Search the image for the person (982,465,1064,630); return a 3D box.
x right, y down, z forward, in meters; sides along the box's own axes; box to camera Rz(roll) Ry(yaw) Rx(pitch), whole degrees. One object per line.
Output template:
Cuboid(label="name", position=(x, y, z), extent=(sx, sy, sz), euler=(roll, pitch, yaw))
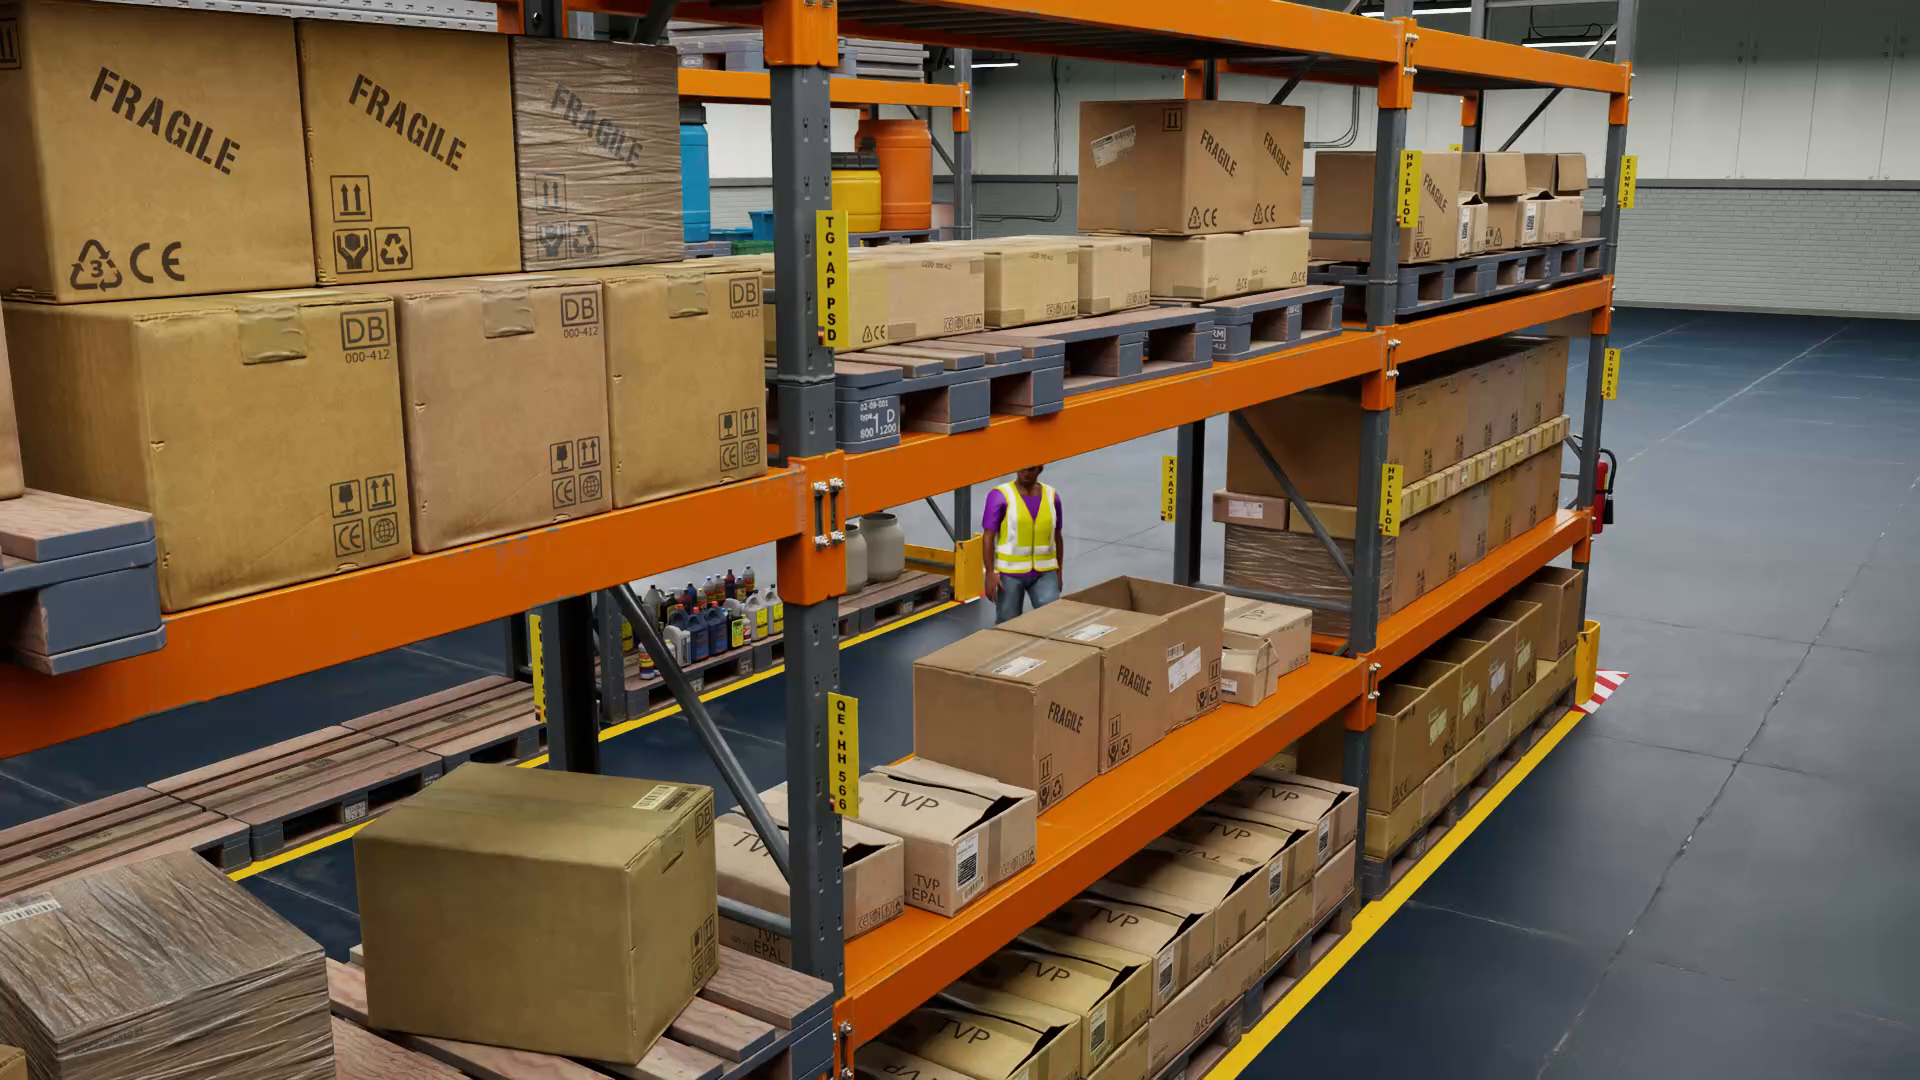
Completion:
Cuboid(label="person", position=(0.451, 0.217, 11.076), extent=(0.589, 1.724, 0.959), euler=(-3, 13, -15))
